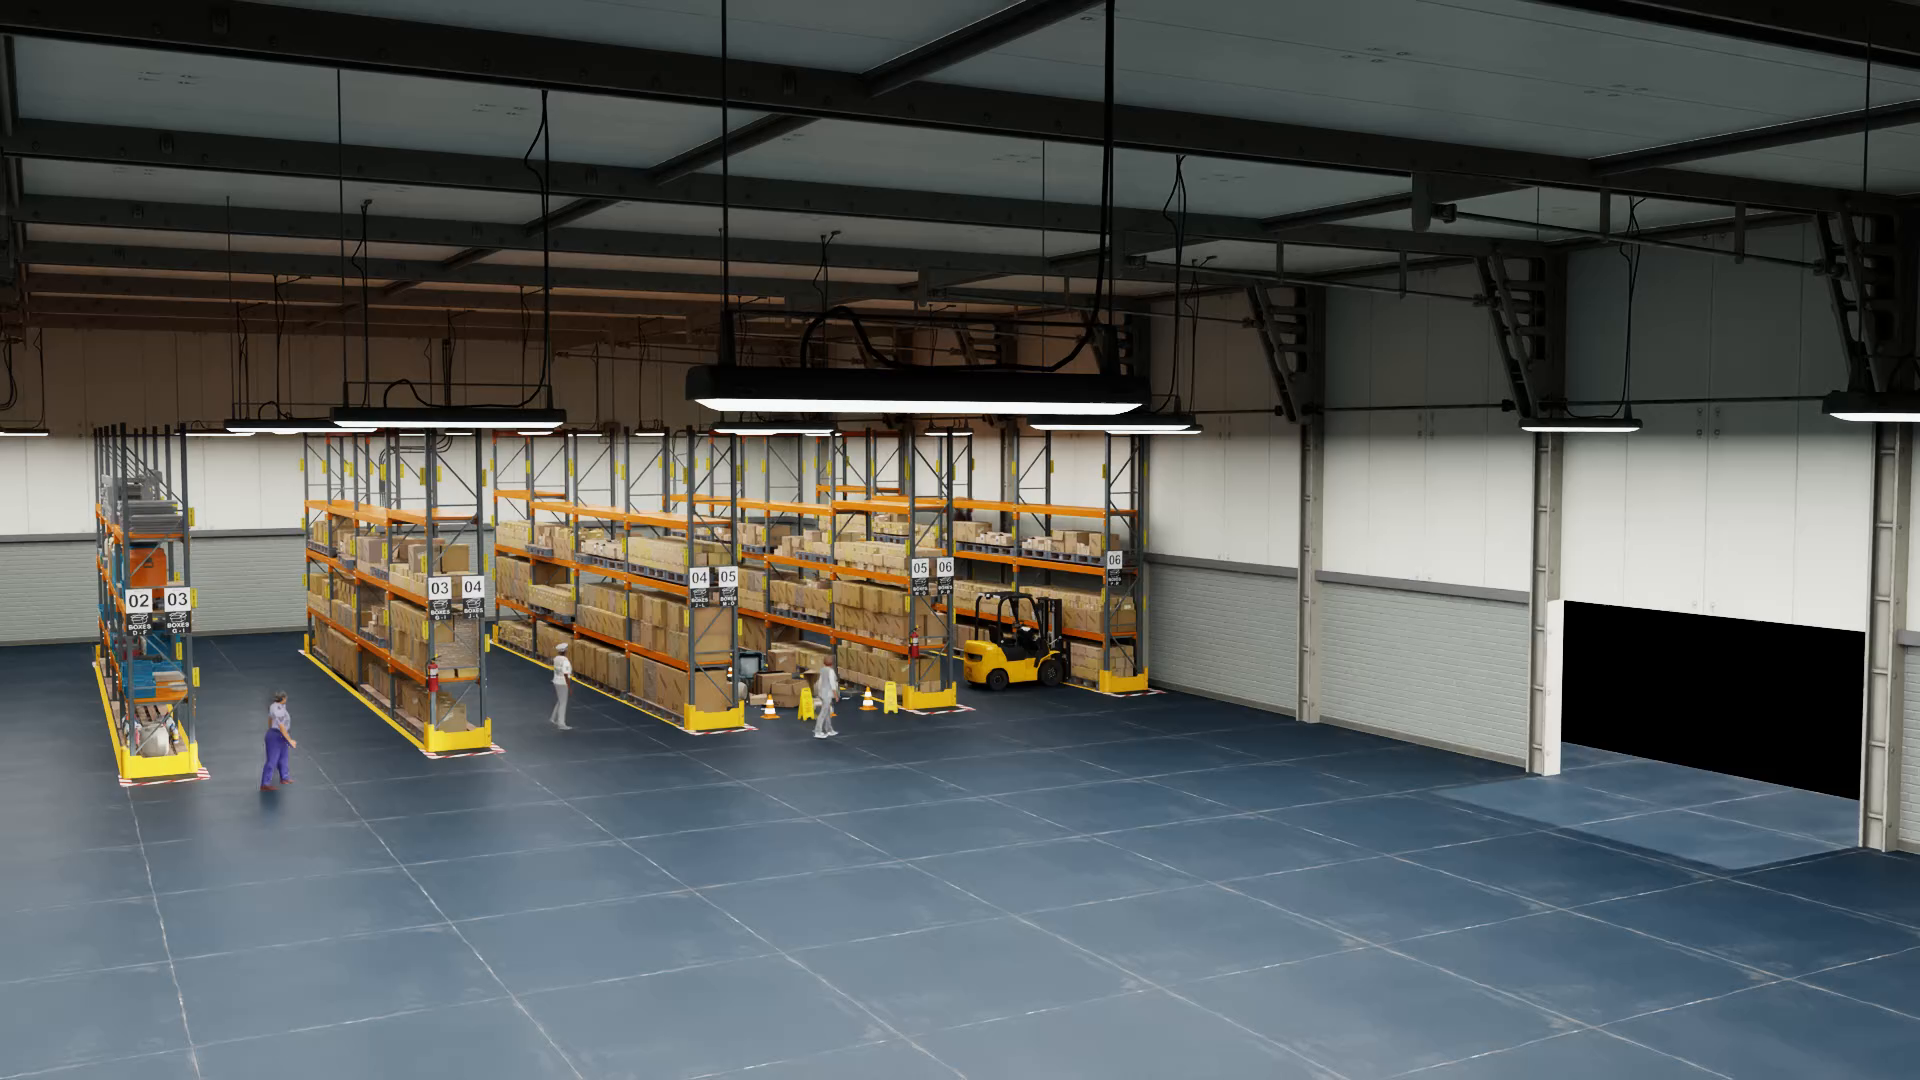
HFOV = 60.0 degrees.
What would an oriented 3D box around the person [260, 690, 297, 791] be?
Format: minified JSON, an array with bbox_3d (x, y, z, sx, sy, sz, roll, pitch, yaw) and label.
[{"bbox_3d":[-11.213,3.284,27.327,0.577,1.673,0.678,-1,4,-22],"label":"person"}]

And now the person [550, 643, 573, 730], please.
[{"bbox_3d":[-7.875,2.886,32.894,0.395,1.694,0.648,-2,4,-28],"label":"person"}]

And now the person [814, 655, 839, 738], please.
[{"bbox_3d":[-2.530,2.998,31.926,0.539,1.591,0.469,-1,4,-23],"label":"person"}]
